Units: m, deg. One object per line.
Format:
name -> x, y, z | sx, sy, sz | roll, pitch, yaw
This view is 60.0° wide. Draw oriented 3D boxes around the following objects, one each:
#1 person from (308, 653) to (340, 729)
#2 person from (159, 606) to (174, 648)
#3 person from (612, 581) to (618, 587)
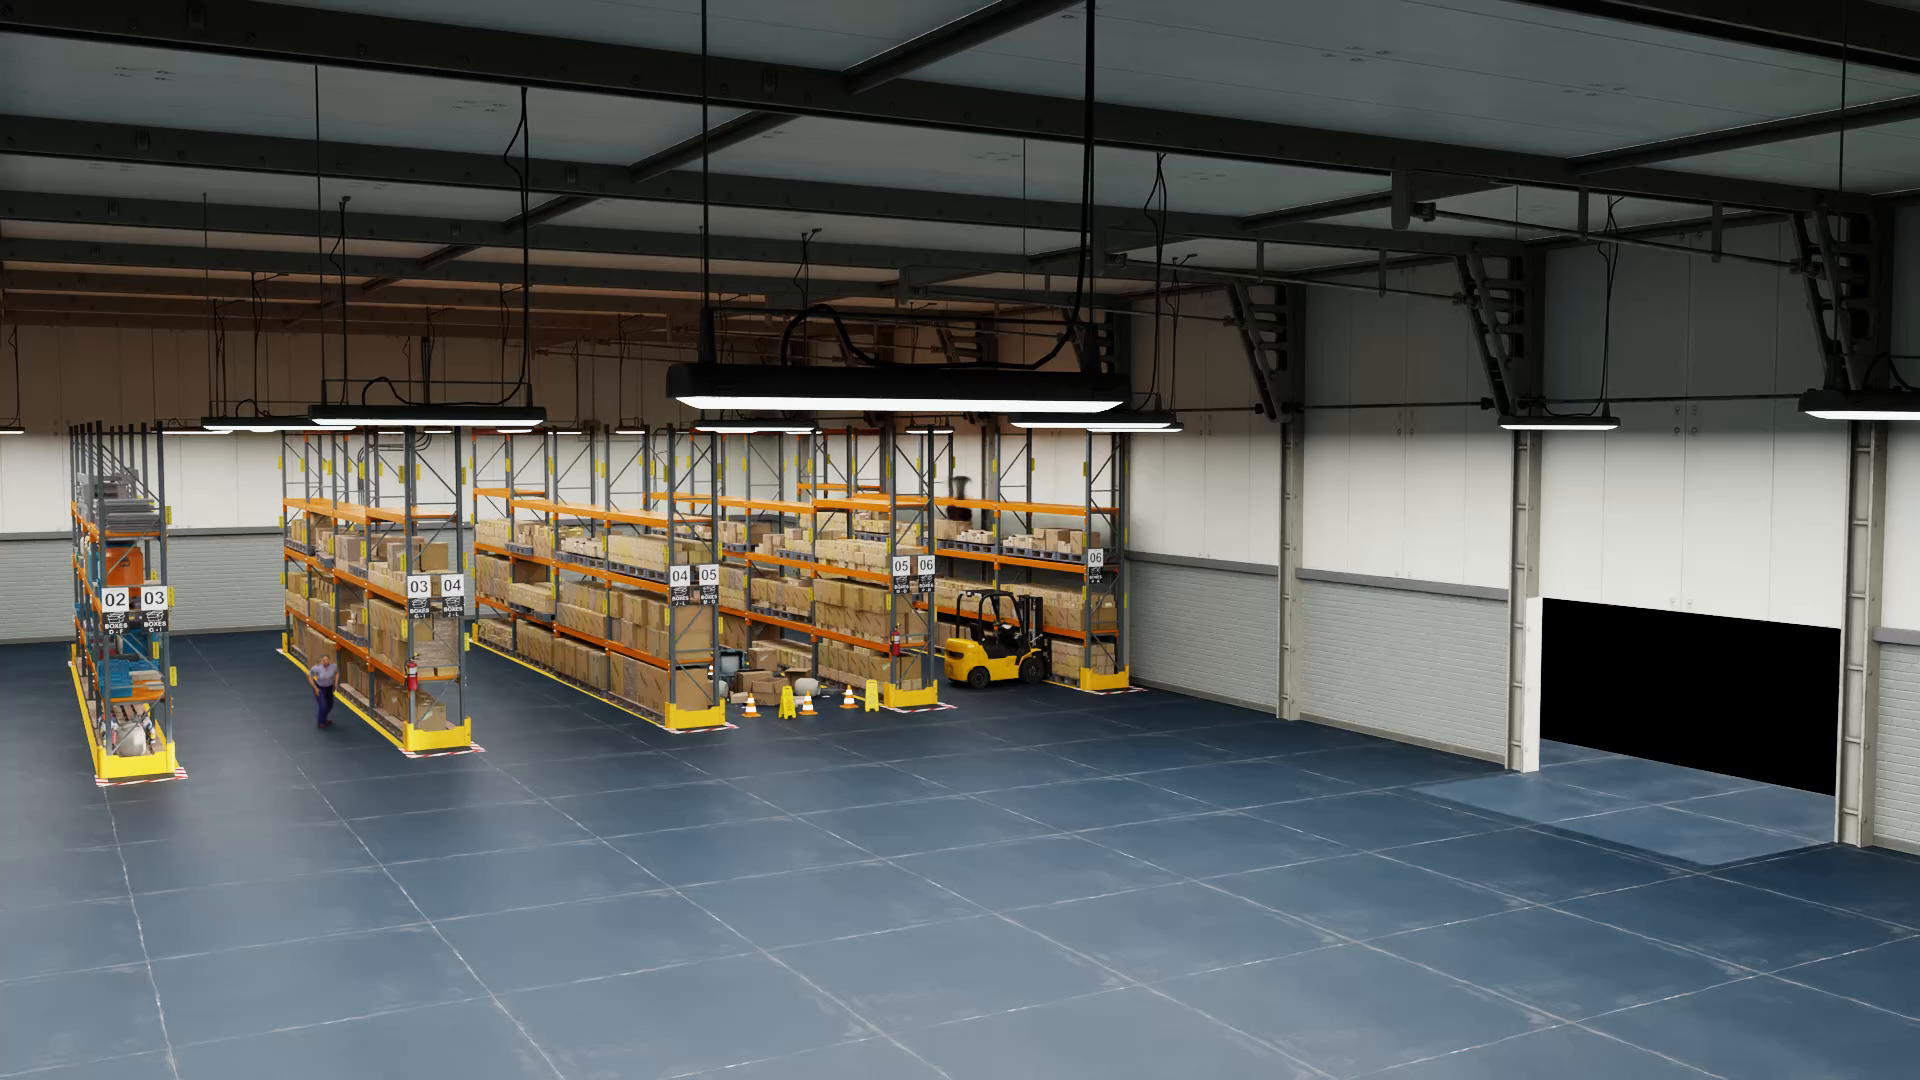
person -> -12.574, 2.956, 32.849 | 0.768, 1.521, 0.686 | 2, 4, 33
person -> -21.441, 2.086, 44.497 | 0.799, 1.837, 0.696 | -1, 4, -13
person -> -10.589, 1.790, 50.525 | 0.573, 1.622, 0.638 | -3, 5, -39
